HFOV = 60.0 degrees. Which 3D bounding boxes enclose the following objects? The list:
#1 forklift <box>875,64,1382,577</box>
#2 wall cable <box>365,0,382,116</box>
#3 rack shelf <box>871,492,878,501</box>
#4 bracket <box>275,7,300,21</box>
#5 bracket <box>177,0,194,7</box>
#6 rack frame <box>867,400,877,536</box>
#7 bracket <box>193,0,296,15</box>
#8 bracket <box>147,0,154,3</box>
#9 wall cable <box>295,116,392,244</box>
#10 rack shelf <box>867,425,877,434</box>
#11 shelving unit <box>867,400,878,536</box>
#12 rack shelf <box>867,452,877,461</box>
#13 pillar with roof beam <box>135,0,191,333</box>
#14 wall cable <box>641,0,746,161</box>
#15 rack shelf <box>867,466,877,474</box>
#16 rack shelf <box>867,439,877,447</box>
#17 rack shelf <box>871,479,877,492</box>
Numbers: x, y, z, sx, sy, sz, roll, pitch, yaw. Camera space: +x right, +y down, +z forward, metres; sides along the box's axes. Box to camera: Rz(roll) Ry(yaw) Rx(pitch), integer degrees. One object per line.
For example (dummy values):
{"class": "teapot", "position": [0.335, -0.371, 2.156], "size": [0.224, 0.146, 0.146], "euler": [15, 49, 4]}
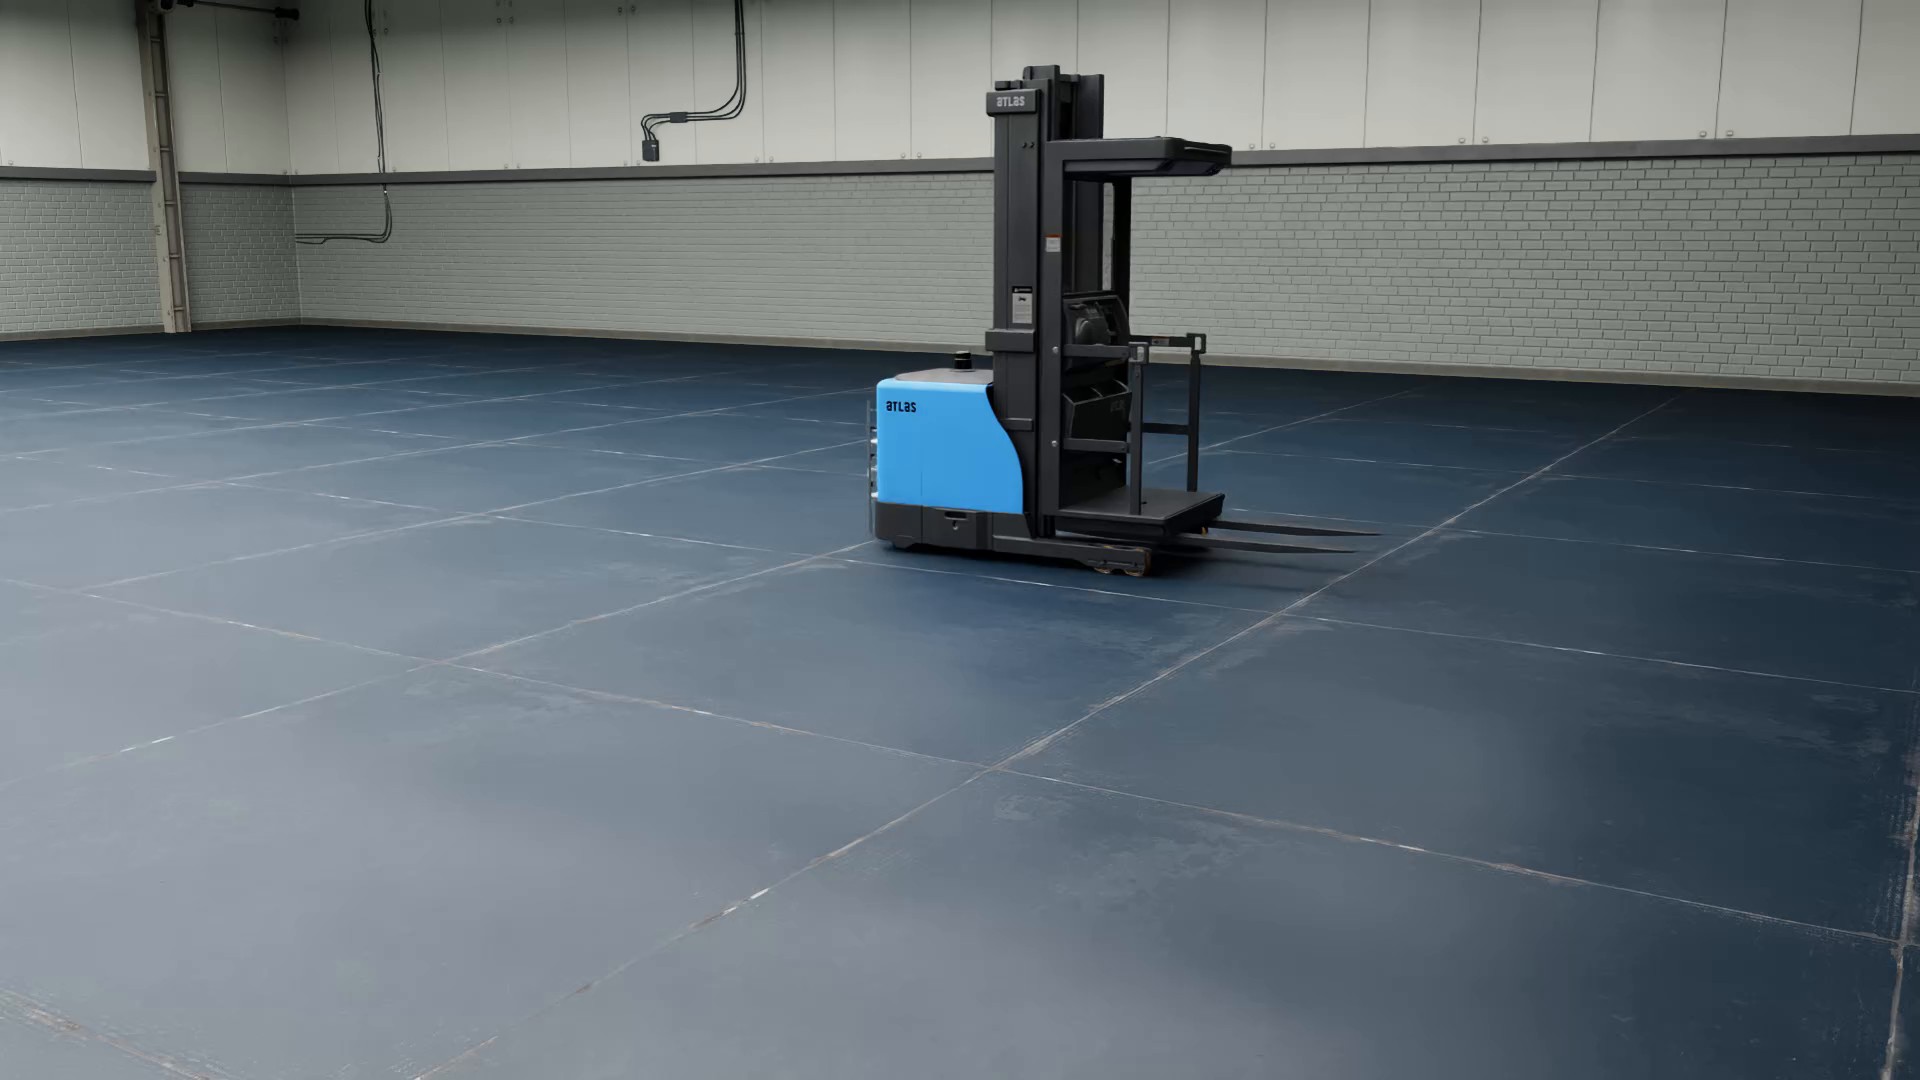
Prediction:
{"class": "forklift", "position": [1.012, -1.338, 10.051], "size": [3.031, 2.935, 1.130], "euler": [5, 12, 27]}
{"class": "wall cable", "position": [-10.465, -9.566, 32.224], "size": [3.097, 2.526, 0.112], "euler": [6, 12, 31]}
{"class": "rack shelf", "position": [-0.453, -0.273, 11.042], "size": [0.258, 0.077, 0.200], "euler": [5, 12, 26]}
{"class": "bracket", "position": [-13.688, -10.705, 33.811], "size": [0.235, 0.232, 0.430], "euler": [6, 12, 31]}
{"class": "bracket", "position": [-14.918, -10.332, 31.820], "size": [0.235, 0.232, 0.430], "euler": [6, 12, 31]}
{"class": "rack frame", "position": [-0.497, -0.466, 10.913], "size": [0.240, 0.900, 0.006], "euler": [5, 12, 26]}
{"class": "bracket", "position": [-13.994, -10.612, 33.315], "size": [0.076, 0.066, 3.189], "euler": [6, 12, 31]}
{"class": "bracket", "position": [-15.349, -10.201, 31.123], "size": [0.235, 0.232, 0.430], "euler": [6, 12, 31]}
{"class": "wall cable", "position": [-12.777, -7.342, 34.070], "size": [3.097, 2.526, 0.112], "euler": [6, 12, 31]}
{"class": "rack shelf", "position": [-0.453, -0.716, 10.959], "size": [0.258, 0.077, 0.200], "euler": [5, 12, 26]}
{"class": "shelving unit", "position": [-0.453, -0.483, 11.003], "size": [0.258, 0.900, 0.210], "euler": [5, 12, 26]}
{"class": "rack shelf", "position": [-0.453, -0.539, 10.992], "size": [0.258, 0.077, 0.200], "euler": [5, 12, 26]}
{"class": "pillar with roof beam", "position": [-11.758, -8.120, 29.787], "size": [9.100, 9.000, 0.548], "euler": [6, 12, 31]}
{"class": "wall cable", "position": [-4.672, -9.630, 28.613], "size": [2.305, 6.003, 0.169], "euler": [6, 12, 31]}
{"class": "rack shelf", "position": [-0.453, -0.450, 11.009], "size": [0.258, 0.077, 0.200], "euler": [5, 12, 26]}
{"class": "rack shelf", "position": [-0.453, -0.627, 10.976], "size": [0.258, 0.077, 0.200], "euler": [5, 12, 26]}
{"class": "rack shelf", "position": [-0.453, -0.362, 11.026], "size": [0.258, 0.077, 0.200], "euler": [5, 12, 26]}
